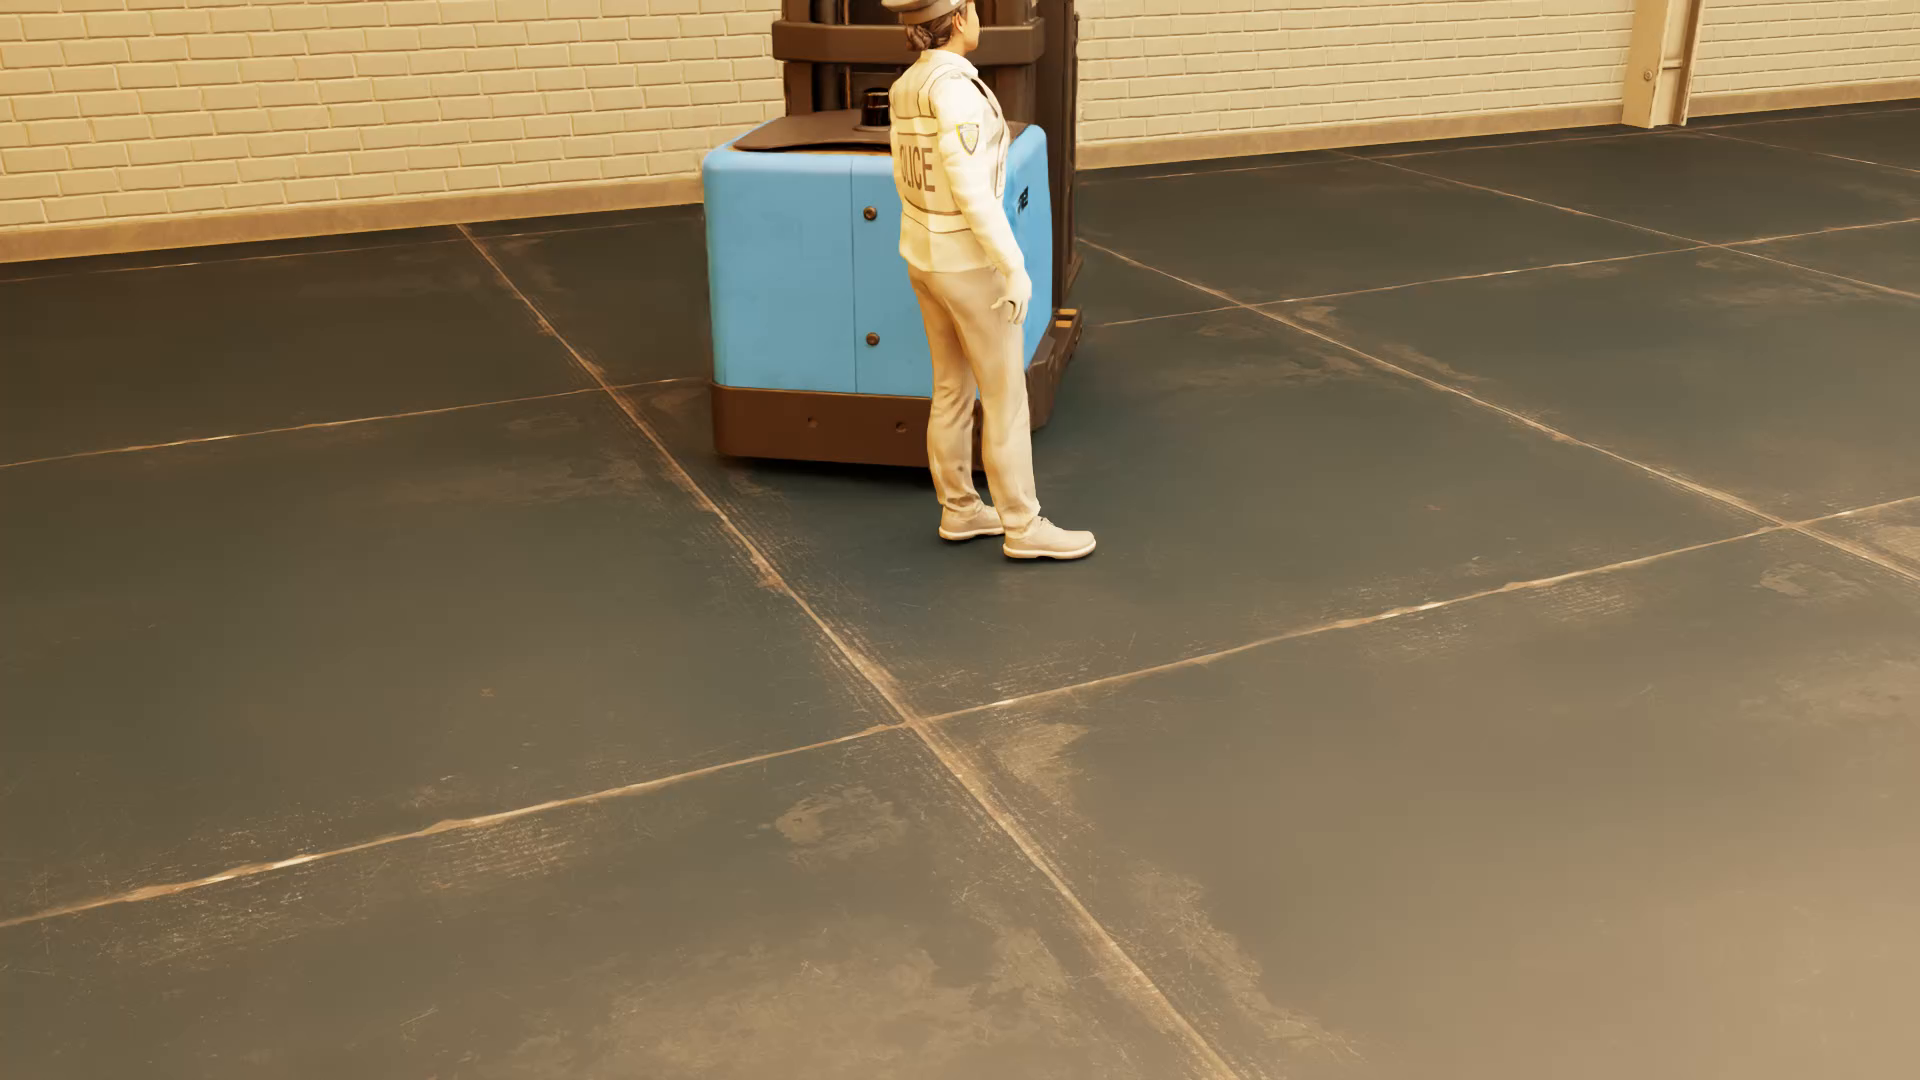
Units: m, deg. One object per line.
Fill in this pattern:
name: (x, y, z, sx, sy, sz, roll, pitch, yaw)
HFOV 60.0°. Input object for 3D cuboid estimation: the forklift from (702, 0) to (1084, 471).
forklift: (-0.081, -2.113, 6.372, 1.130, 2.935, 3.031, 4, 23, 9)

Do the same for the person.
person: (0.065, -0.798, 4.800, 0.530, 1.694, 0.586, -10, 25, -23)
